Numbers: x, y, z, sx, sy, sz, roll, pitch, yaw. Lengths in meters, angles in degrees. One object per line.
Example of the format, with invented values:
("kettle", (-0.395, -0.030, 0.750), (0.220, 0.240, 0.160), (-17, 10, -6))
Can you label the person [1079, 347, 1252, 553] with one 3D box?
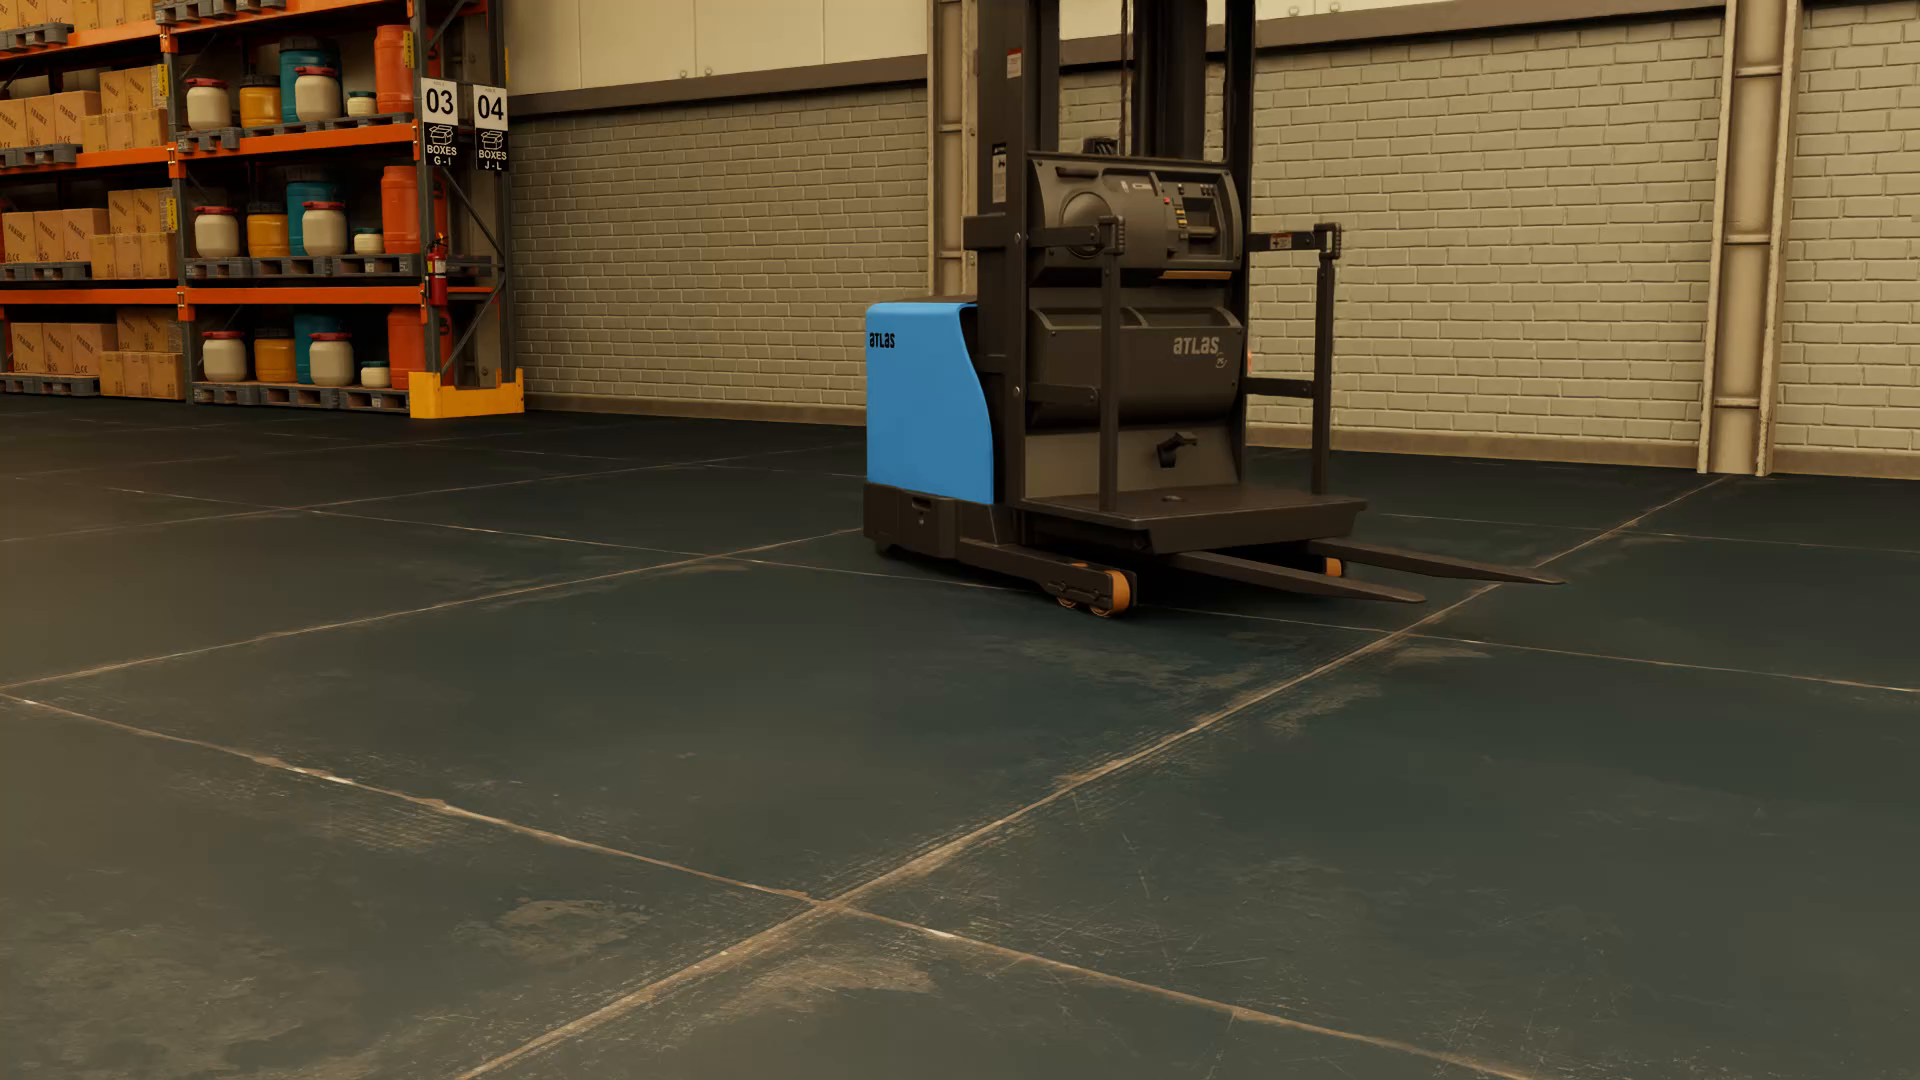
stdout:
("person", (0.889, -0.793, 7.263), (0.839, 1.664, 0.737), (-2, 8, -16))

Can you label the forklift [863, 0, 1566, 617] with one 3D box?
("forklift", (0.788, -1.260, 6.052), (1.130, 2.935, 3.031), (-5, 10, -32))
